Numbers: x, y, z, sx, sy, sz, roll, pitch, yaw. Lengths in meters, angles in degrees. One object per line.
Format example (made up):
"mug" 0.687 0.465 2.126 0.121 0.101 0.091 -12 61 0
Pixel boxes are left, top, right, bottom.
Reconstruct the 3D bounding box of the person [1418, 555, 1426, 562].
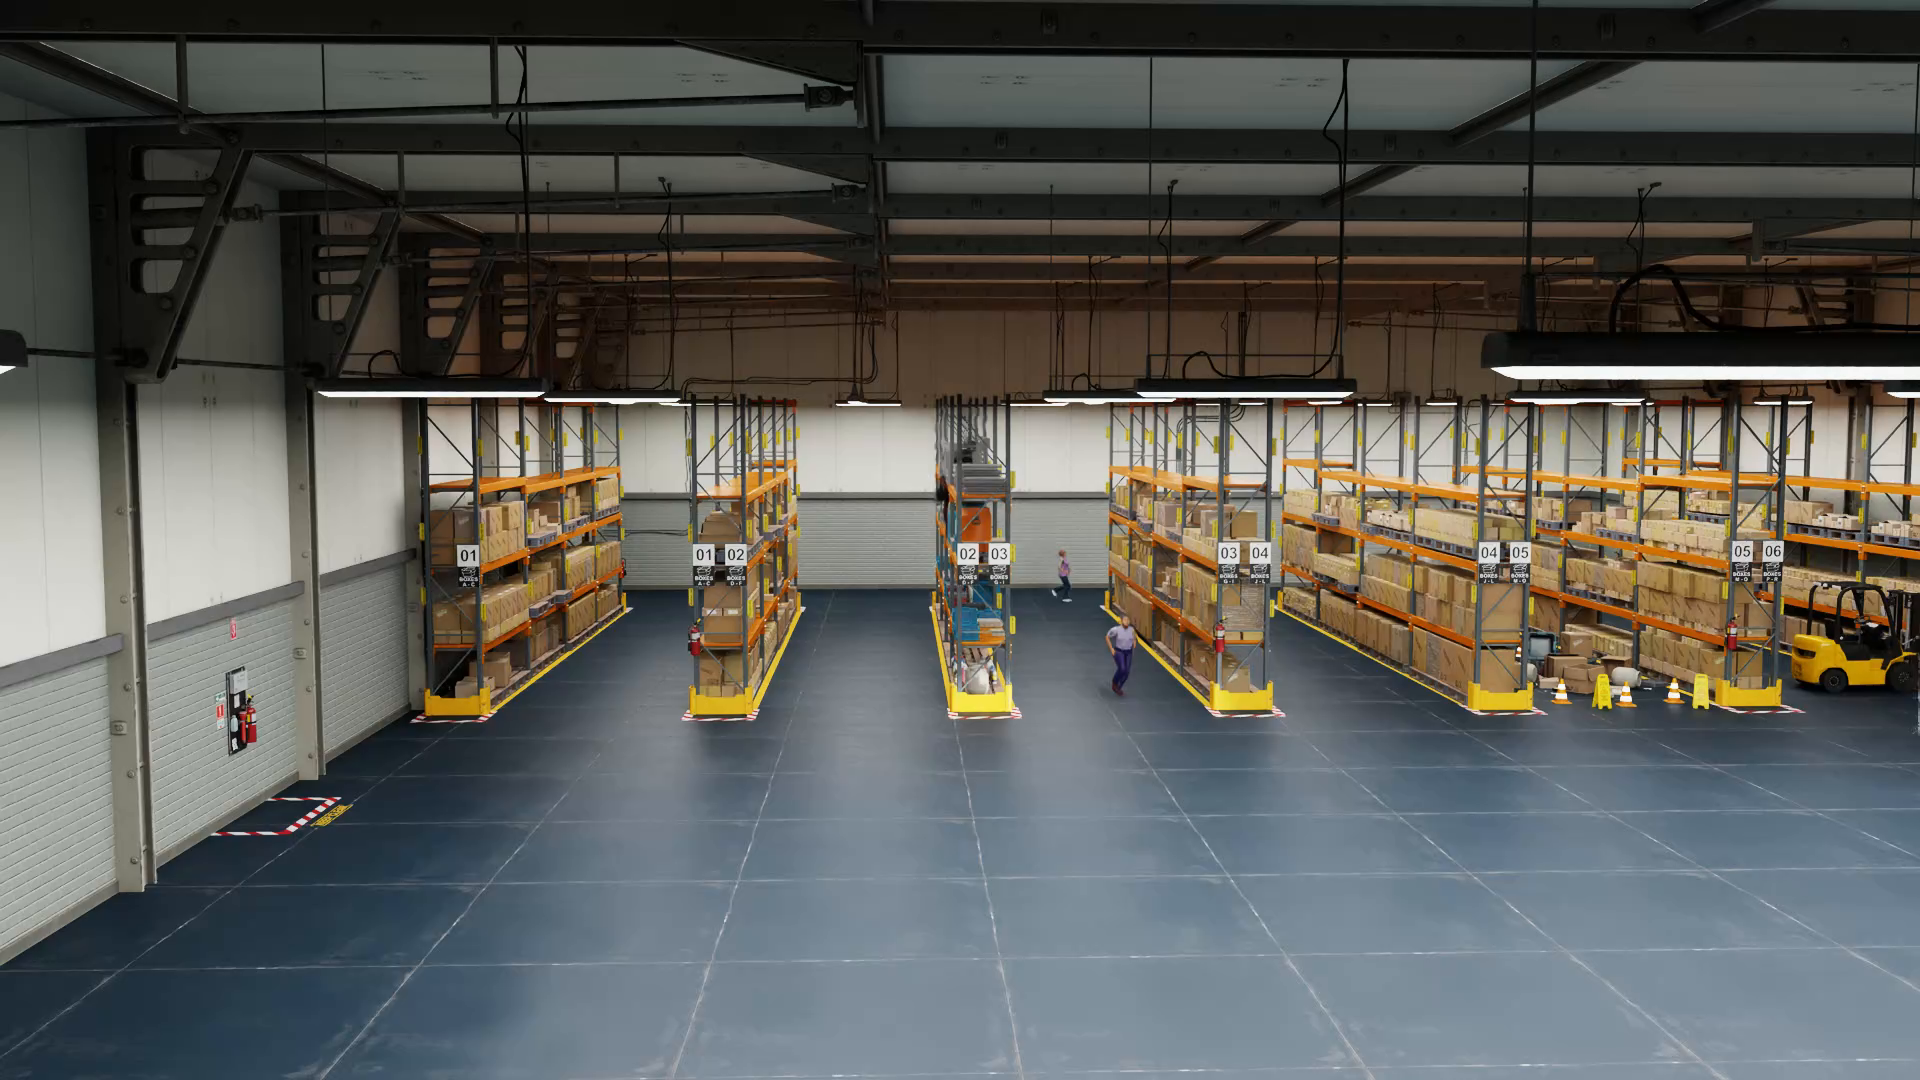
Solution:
"person" 13.699 1.022 49.294 0.921 1.634 0.596 0 4 2

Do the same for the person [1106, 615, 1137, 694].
"person" 3.277 2.300 33.282 0.604 1.604 0.595 -2 5 -23

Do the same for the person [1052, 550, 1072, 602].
"person" 3.024 1.057 49.444 0.622 1.551 0.539 1 5 11
